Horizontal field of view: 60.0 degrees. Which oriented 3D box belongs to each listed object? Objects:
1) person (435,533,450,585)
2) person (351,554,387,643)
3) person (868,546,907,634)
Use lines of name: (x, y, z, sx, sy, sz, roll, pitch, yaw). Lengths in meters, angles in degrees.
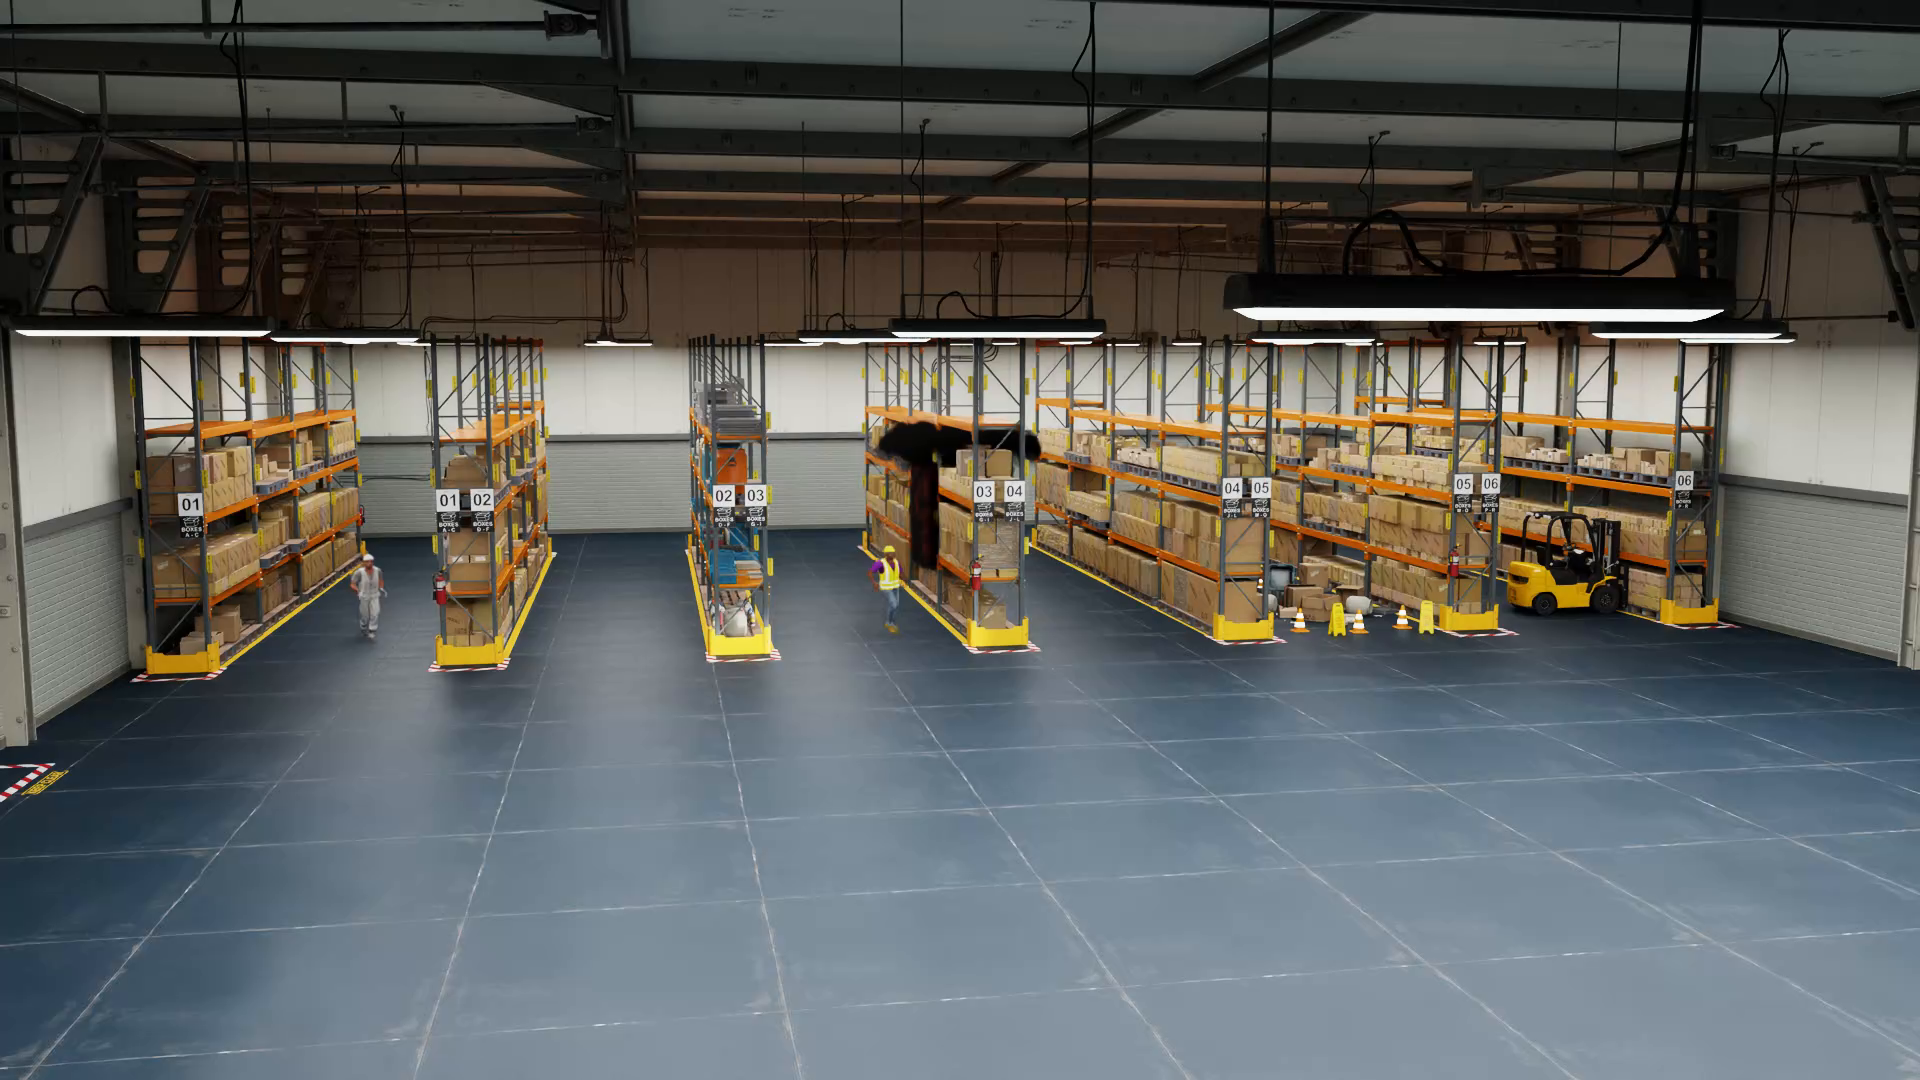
person: (-12.274, 0.430, 39.701, 0.604, 1.513, 0.842, -3, 7, -27)
person: (-11.644, 1.125, 32.684, 0.658, 1.738, 0.816, -4, 8, -30)
person: (-1.413, 0.991, 33.254, 0.761, 1.773, 0.643, -6, 9, -40)
